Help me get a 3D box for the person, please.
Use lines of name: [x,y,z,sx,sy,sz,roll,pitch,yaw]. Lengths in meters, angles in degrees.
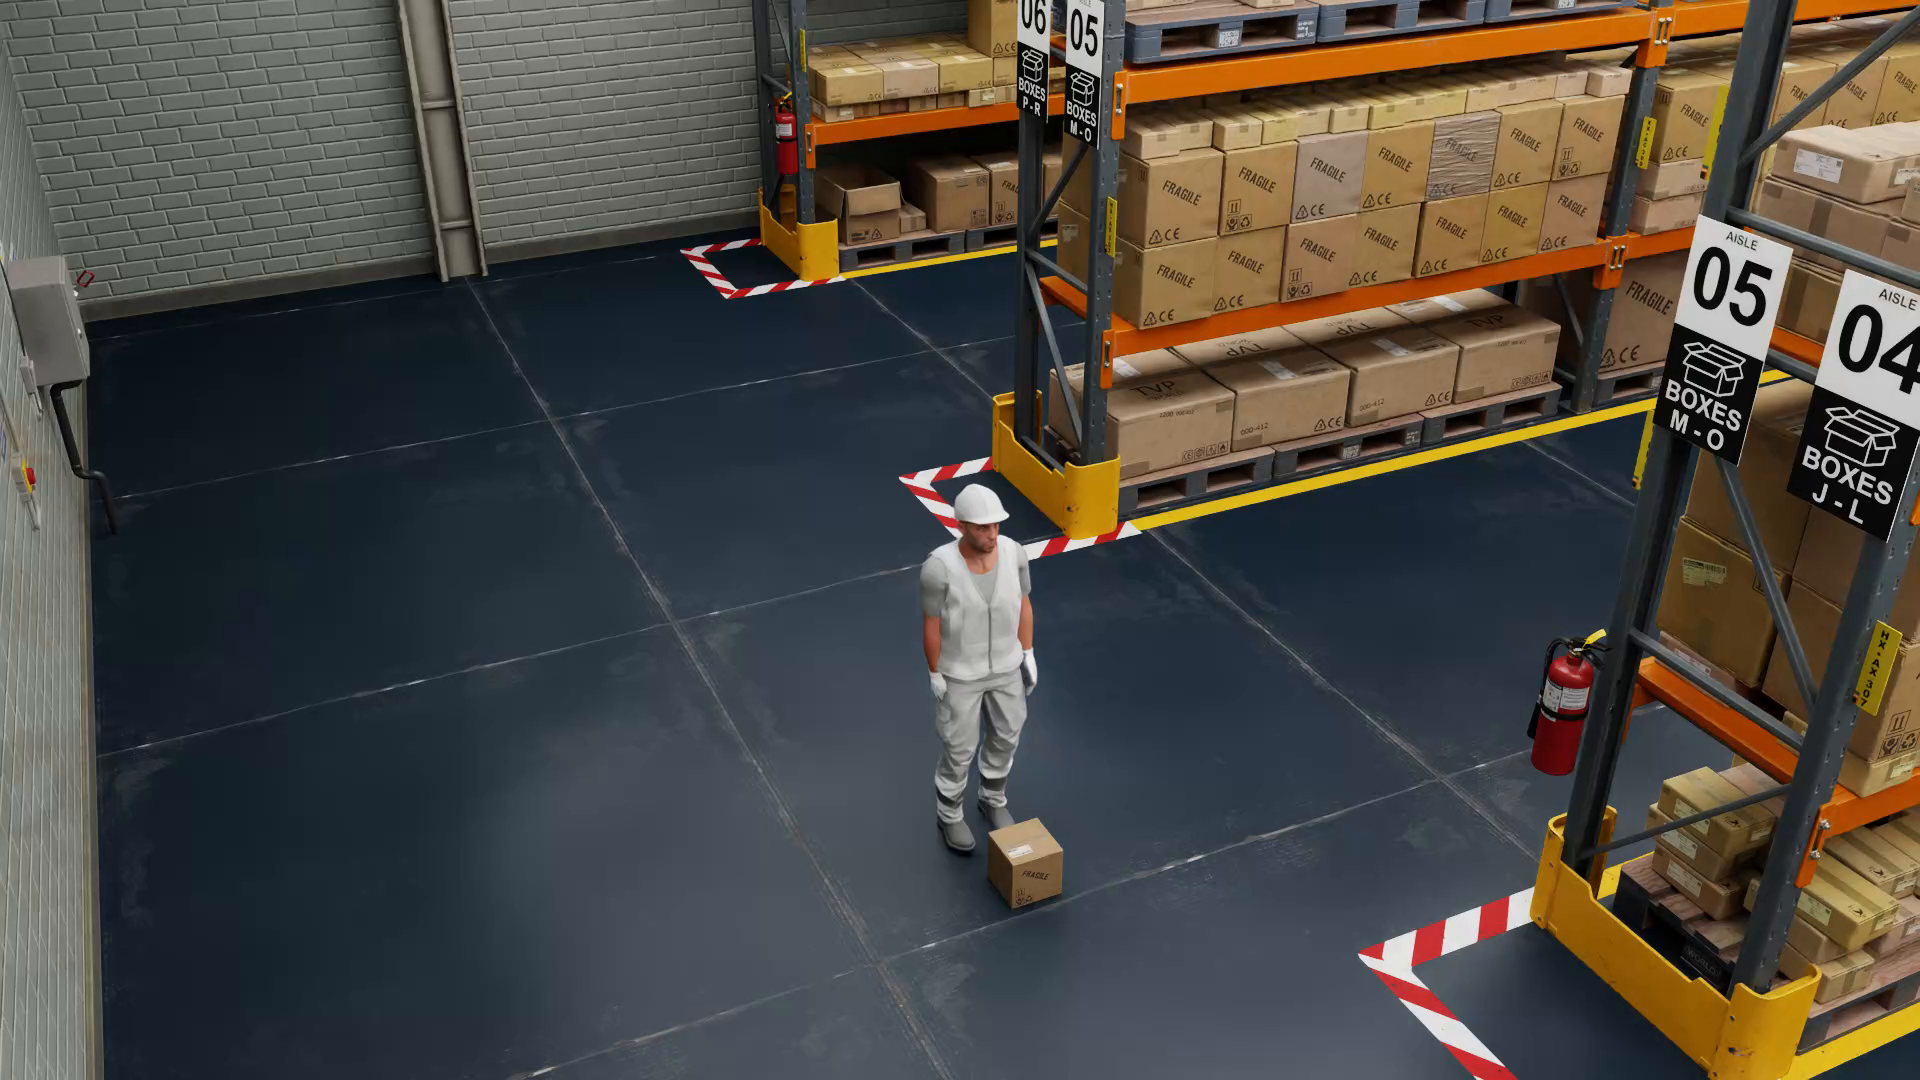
person: [0.092,0.581,7.425,0.525,1.809,0.364,-12,31,-21]
